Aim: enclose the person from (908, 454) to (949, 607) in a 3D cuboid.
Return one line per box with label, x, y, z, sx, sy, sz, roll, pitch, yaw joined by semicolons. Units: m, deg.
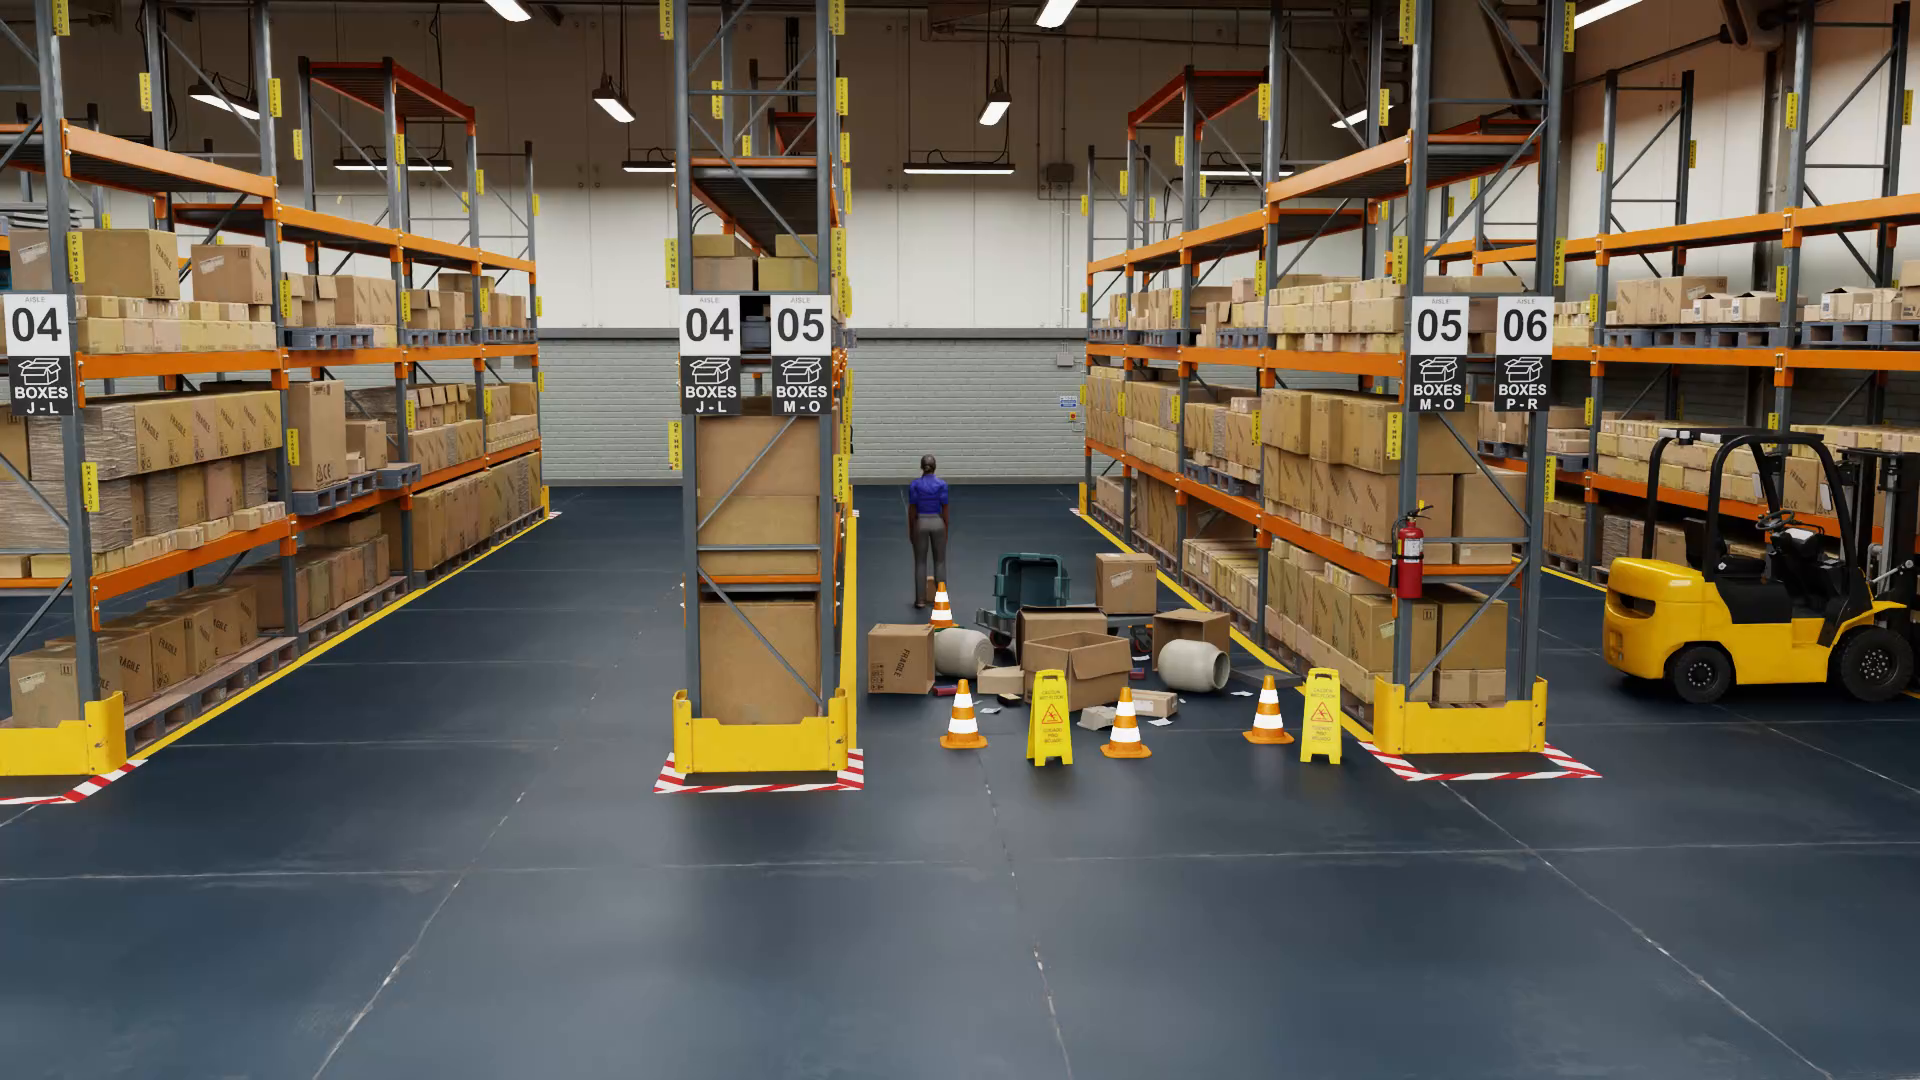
person;-0.340;-0.102;18.021;0.442;1.661;0.307;0;7;-3
